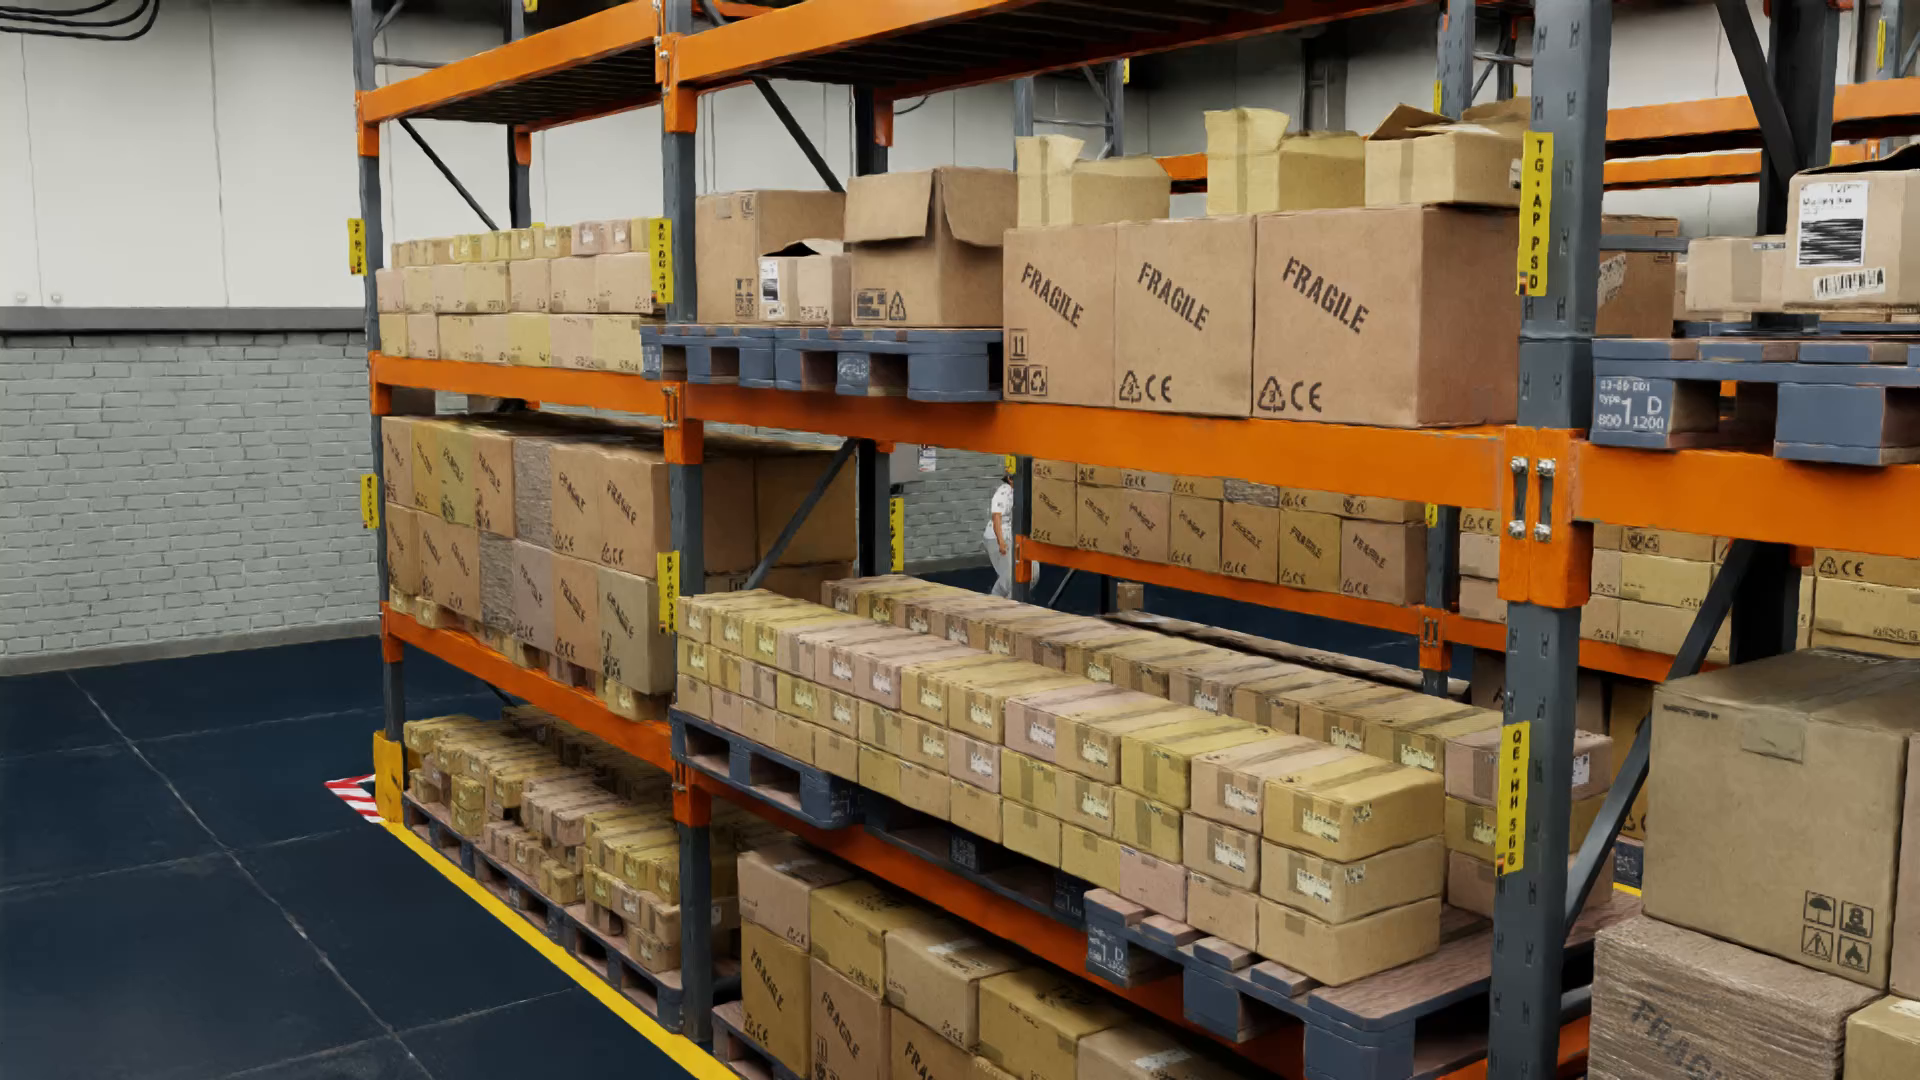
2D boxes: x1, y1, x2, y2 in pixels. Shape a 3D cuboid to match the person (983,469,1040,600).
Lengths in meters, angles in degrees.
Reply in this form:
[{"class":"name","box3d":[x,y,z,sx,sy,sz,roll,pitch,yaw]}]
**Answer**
[{"class":"person","box3d":[0.469,0.048,16.463,0.523,1.618,0.864,4,9,25]}]
